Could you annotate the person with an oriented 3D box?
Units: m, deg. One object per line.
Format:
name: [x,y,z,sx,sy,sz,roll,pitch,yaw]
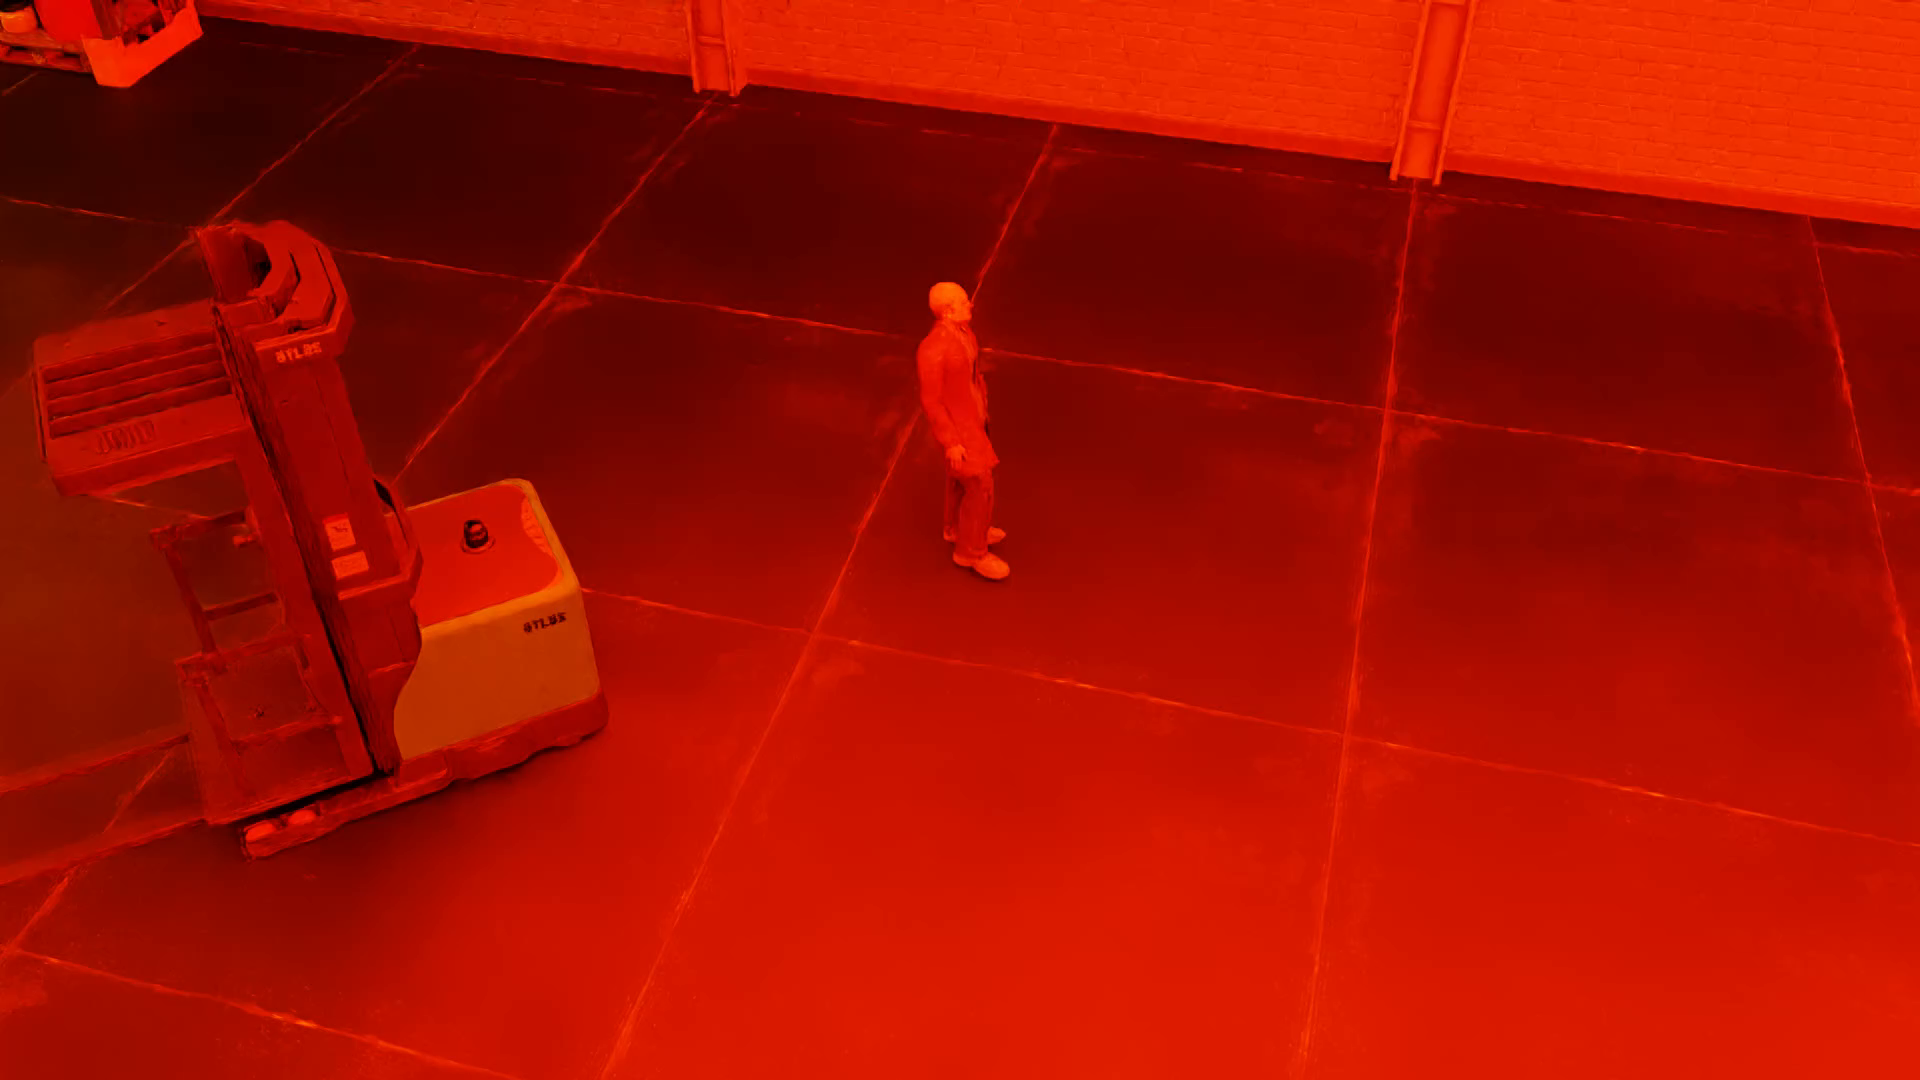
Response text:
person: [0.085,-0.657,9.473,0.586,1.775,0.694,10,42,11]

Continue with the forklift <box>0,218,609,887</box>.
forklift: [-3.432,0.071,7.780,3.031,2.935,1.130,-18,44,-20]
